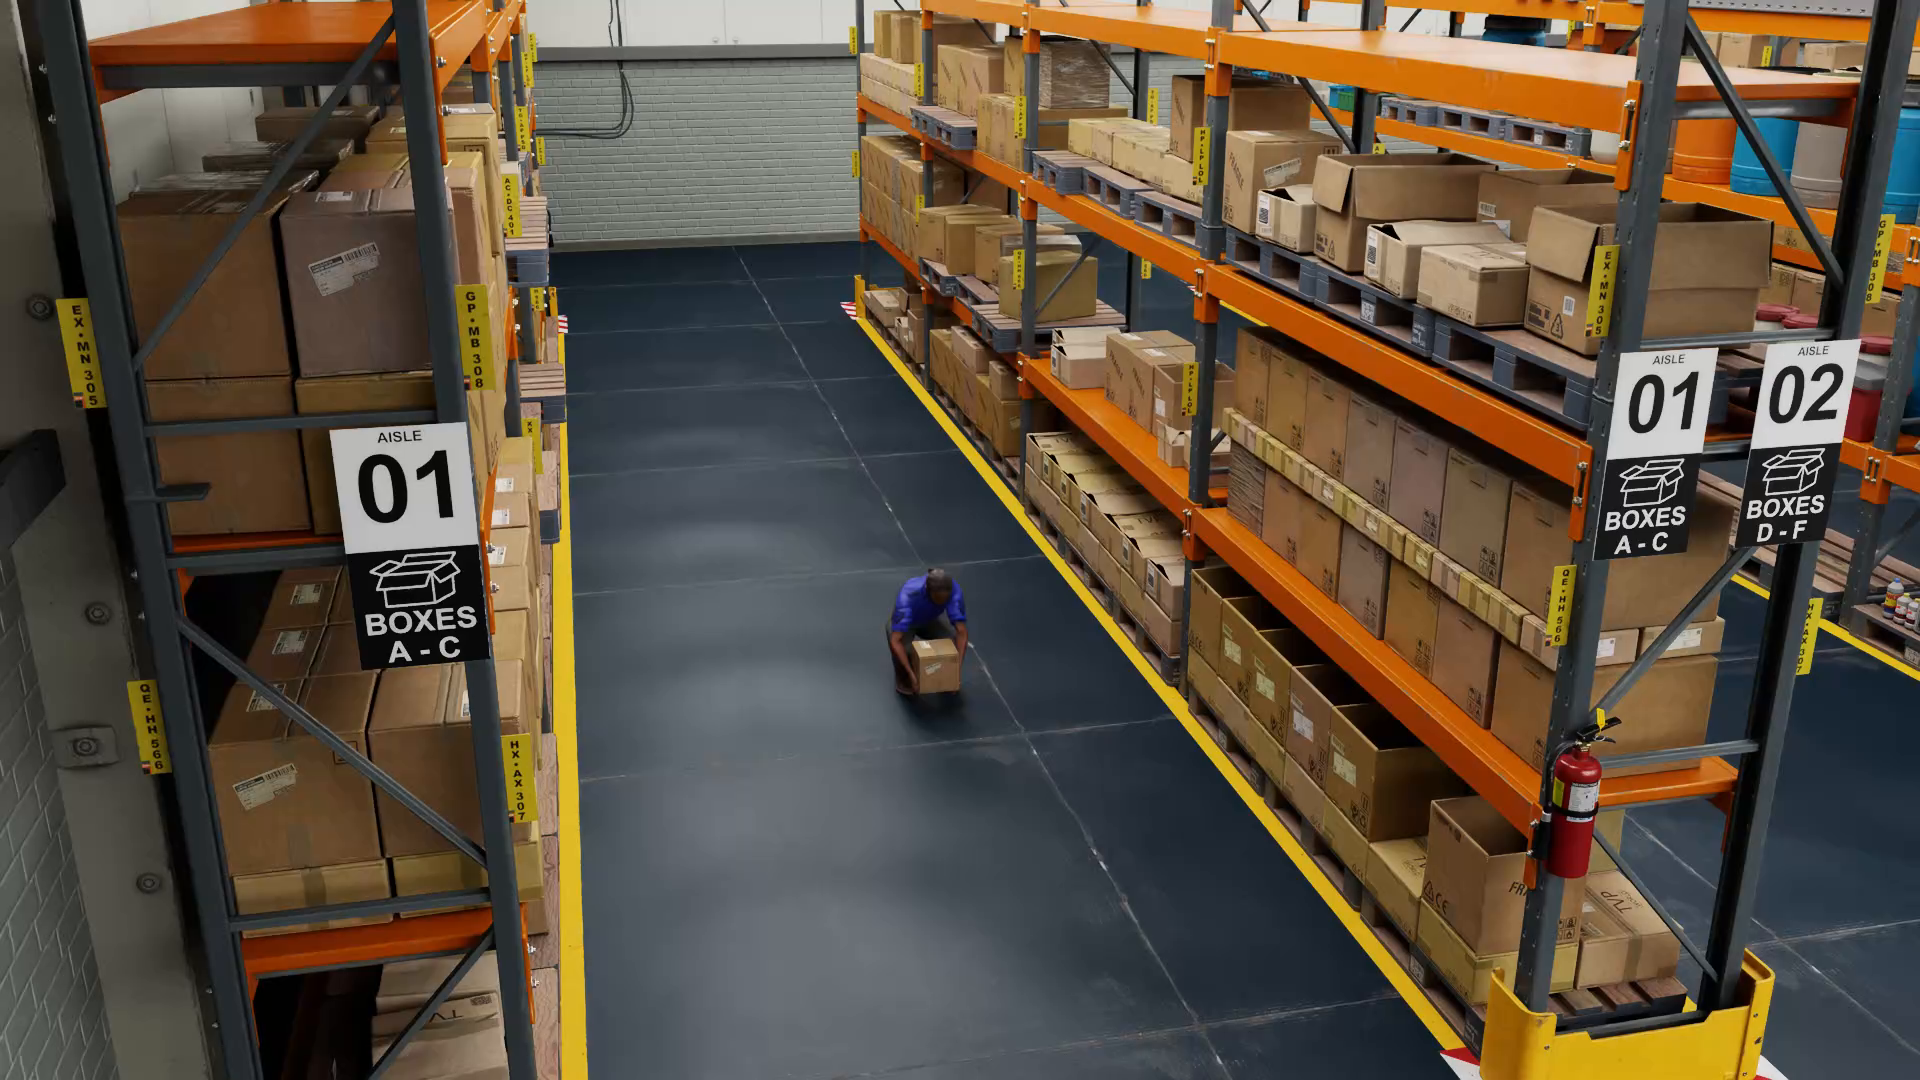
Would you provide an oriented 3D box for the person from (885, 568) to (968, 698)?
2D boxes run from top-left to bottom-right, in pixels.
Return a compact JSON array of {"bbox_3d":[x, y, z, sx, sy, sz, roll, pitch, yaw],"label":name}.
[{"bbox_3d":[-0.230,0.558,10.634,0.504,0.926,0.812,-5,20,-13],"label":"person"}]
